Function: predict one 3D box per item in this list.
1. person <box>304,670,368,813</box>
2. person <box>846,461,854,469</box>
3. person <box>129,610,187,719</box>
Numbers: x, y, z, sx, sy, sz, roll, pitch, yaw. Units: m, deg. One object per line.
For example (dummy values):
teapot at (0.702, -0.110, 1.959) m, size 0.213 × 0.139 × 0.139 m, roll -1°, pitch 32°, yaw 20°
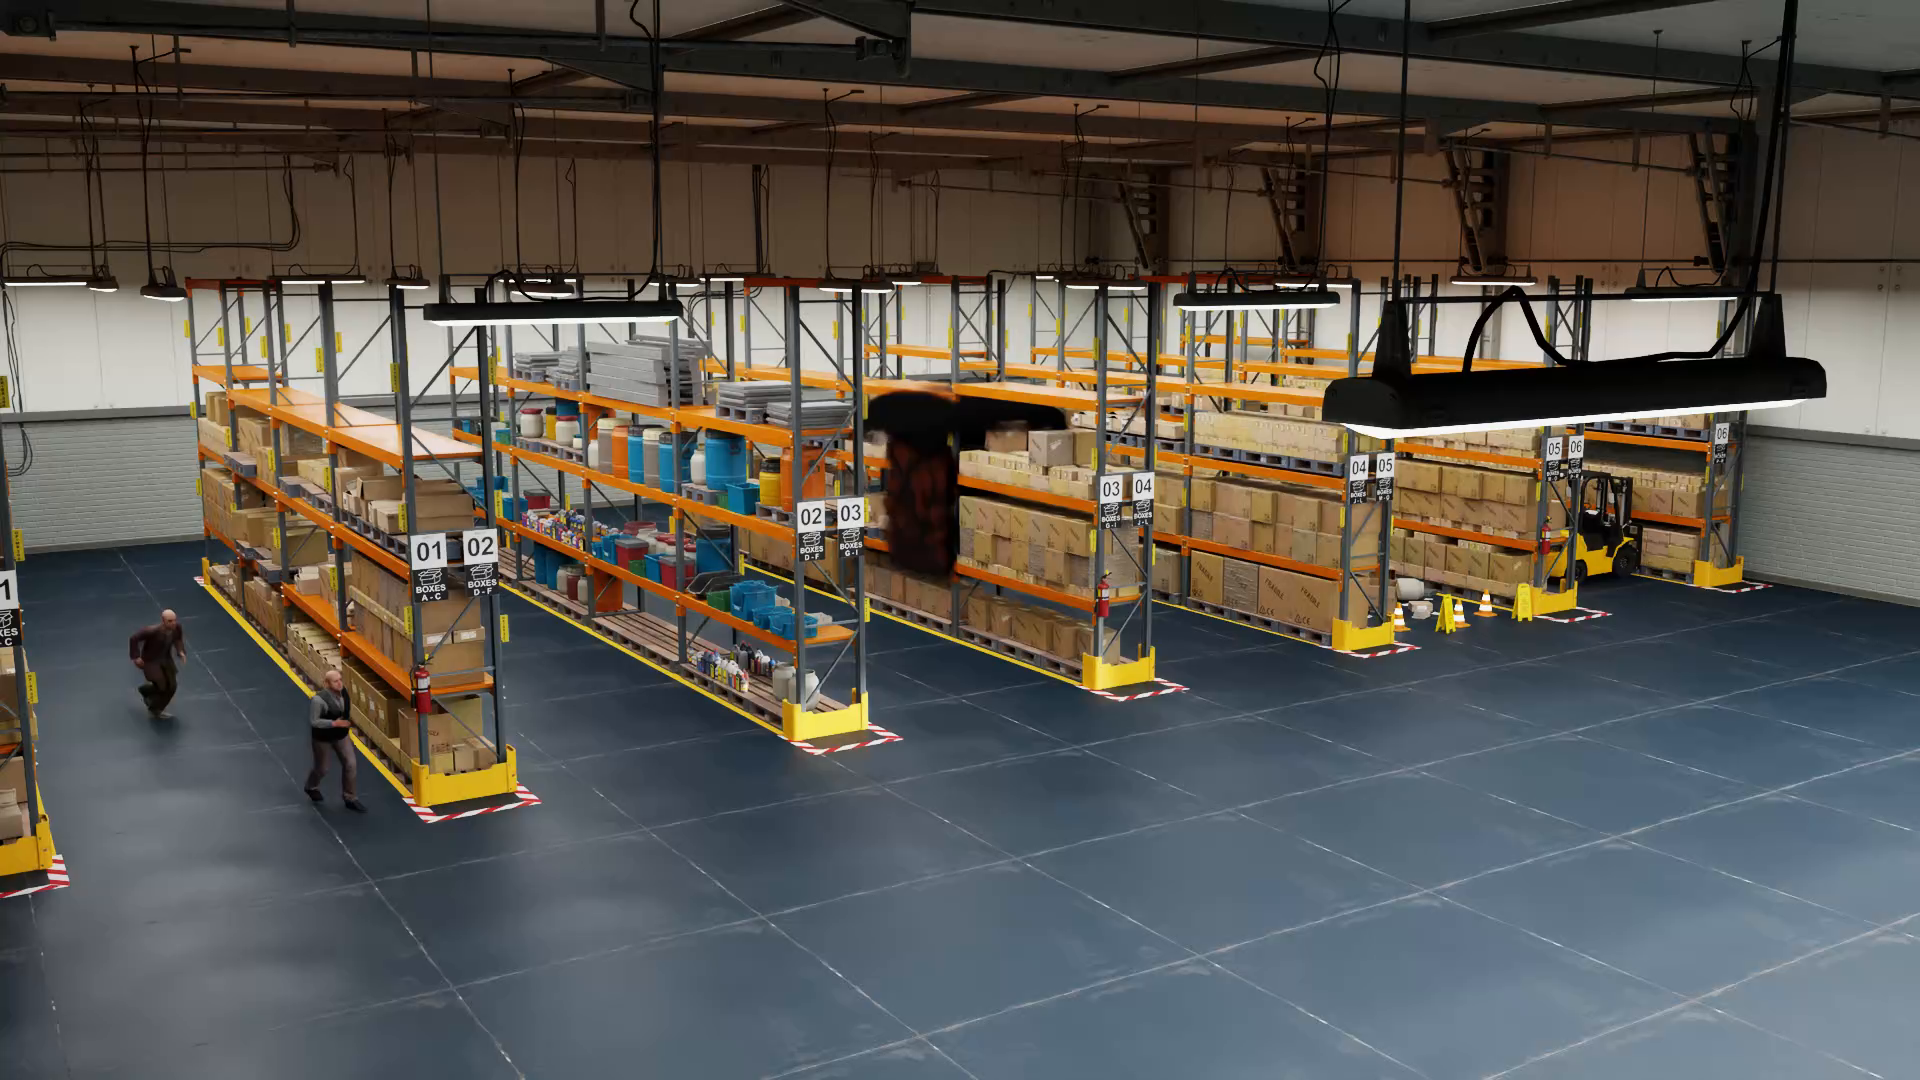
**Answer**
person at (-7.304, 2.314, 19.246) m, size 1.004 × 1.709 × 0.647 m, roll 7°, pitch 12°, yaw 34°
person at (-2.903, -1.440, 41.315) m, size 0.680 × 1.775 × 0.683 m, roll 5°, pitch 11°, yaw 29°
person at (-11.151, 1.724, 23.050) m, size 0.887 × 1.588 × 0.738 m, roll 6°, pitch 11°, yaw 31°
